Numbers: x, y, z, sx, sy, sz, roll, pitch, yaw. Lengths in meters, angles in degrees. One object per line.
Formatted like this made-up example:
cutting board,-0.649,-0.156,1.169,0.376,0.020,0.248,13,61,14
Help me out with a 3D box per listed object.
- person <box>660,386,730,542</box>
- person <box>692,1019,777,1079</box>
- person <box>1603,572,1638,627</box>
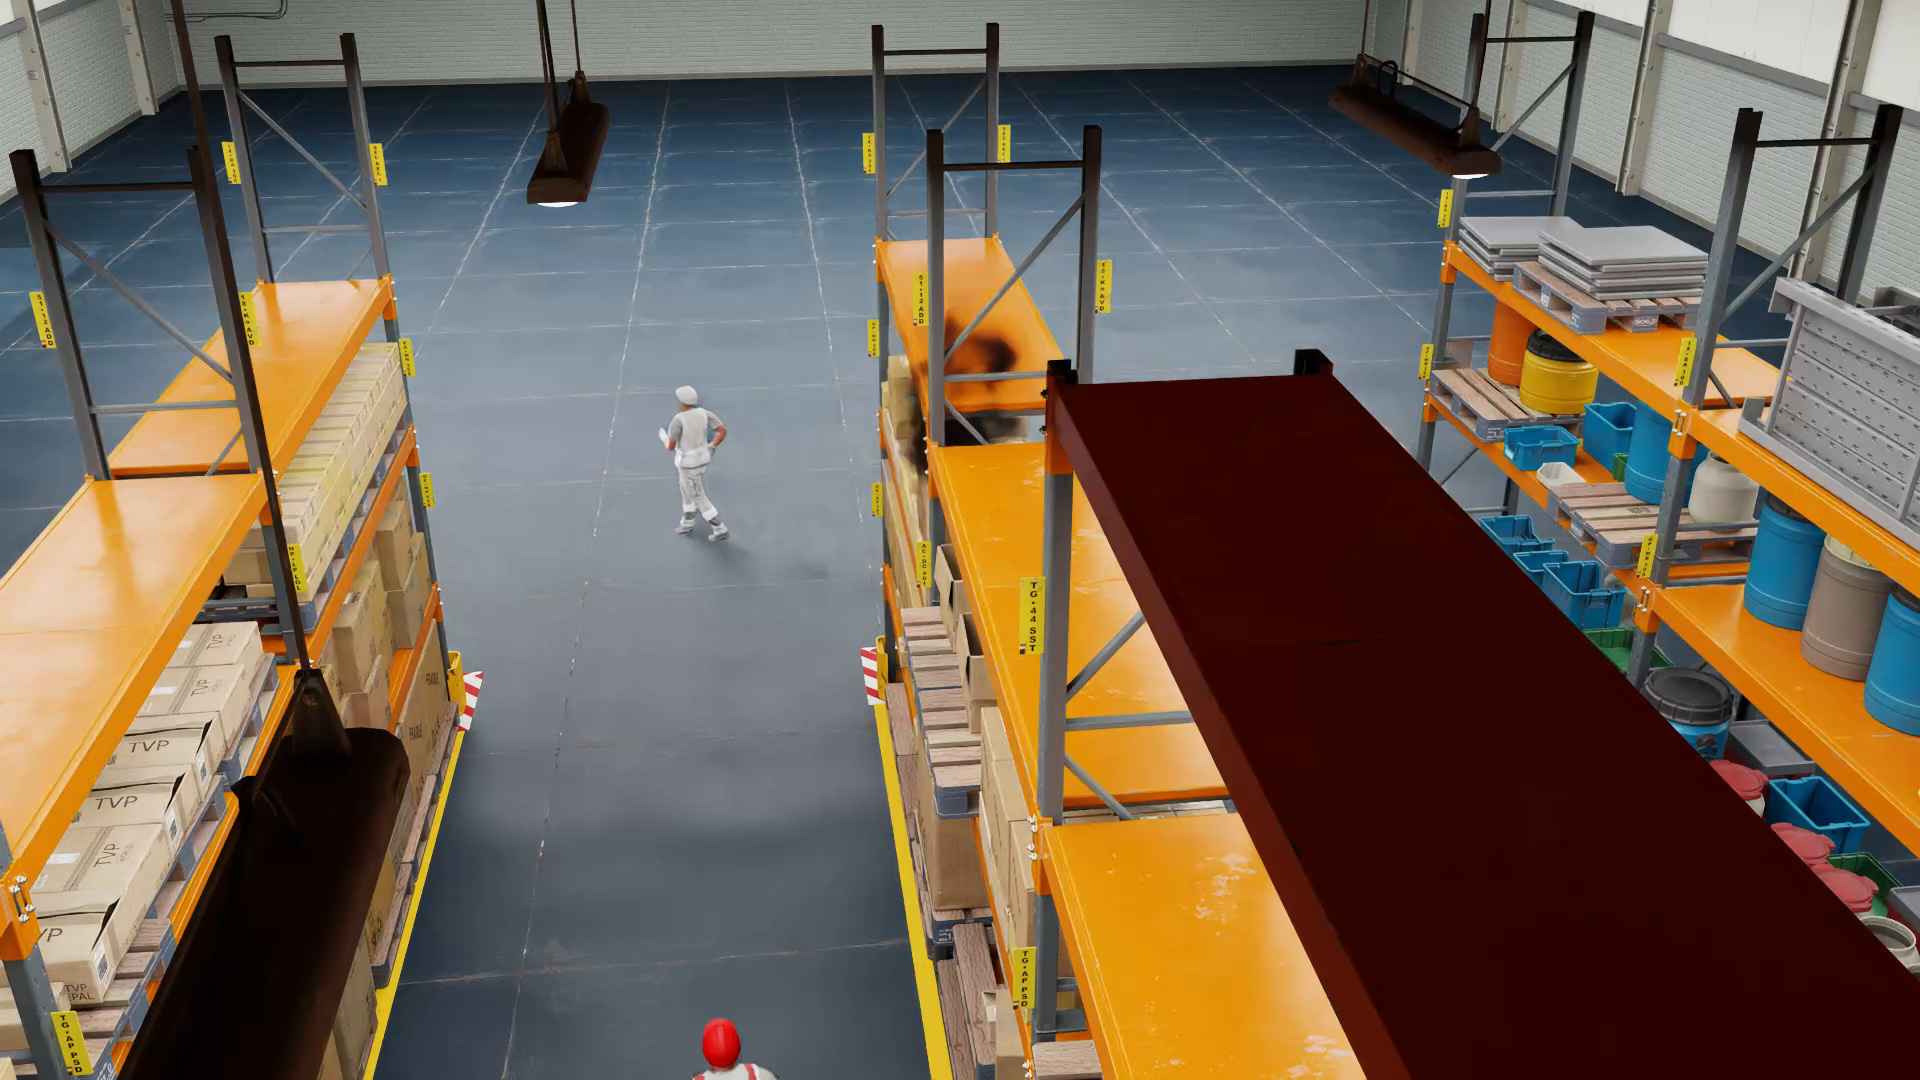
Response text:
person,-2.901,-0.785,18.078,0.866,1.833,0.624,16,30,31
person,-1.269,3.437,9.206,0.684,1.810,0.881,-7,26,-15
person,6.381,0.487,15.563,0.597,1.637,0.656,-6,26,-12
